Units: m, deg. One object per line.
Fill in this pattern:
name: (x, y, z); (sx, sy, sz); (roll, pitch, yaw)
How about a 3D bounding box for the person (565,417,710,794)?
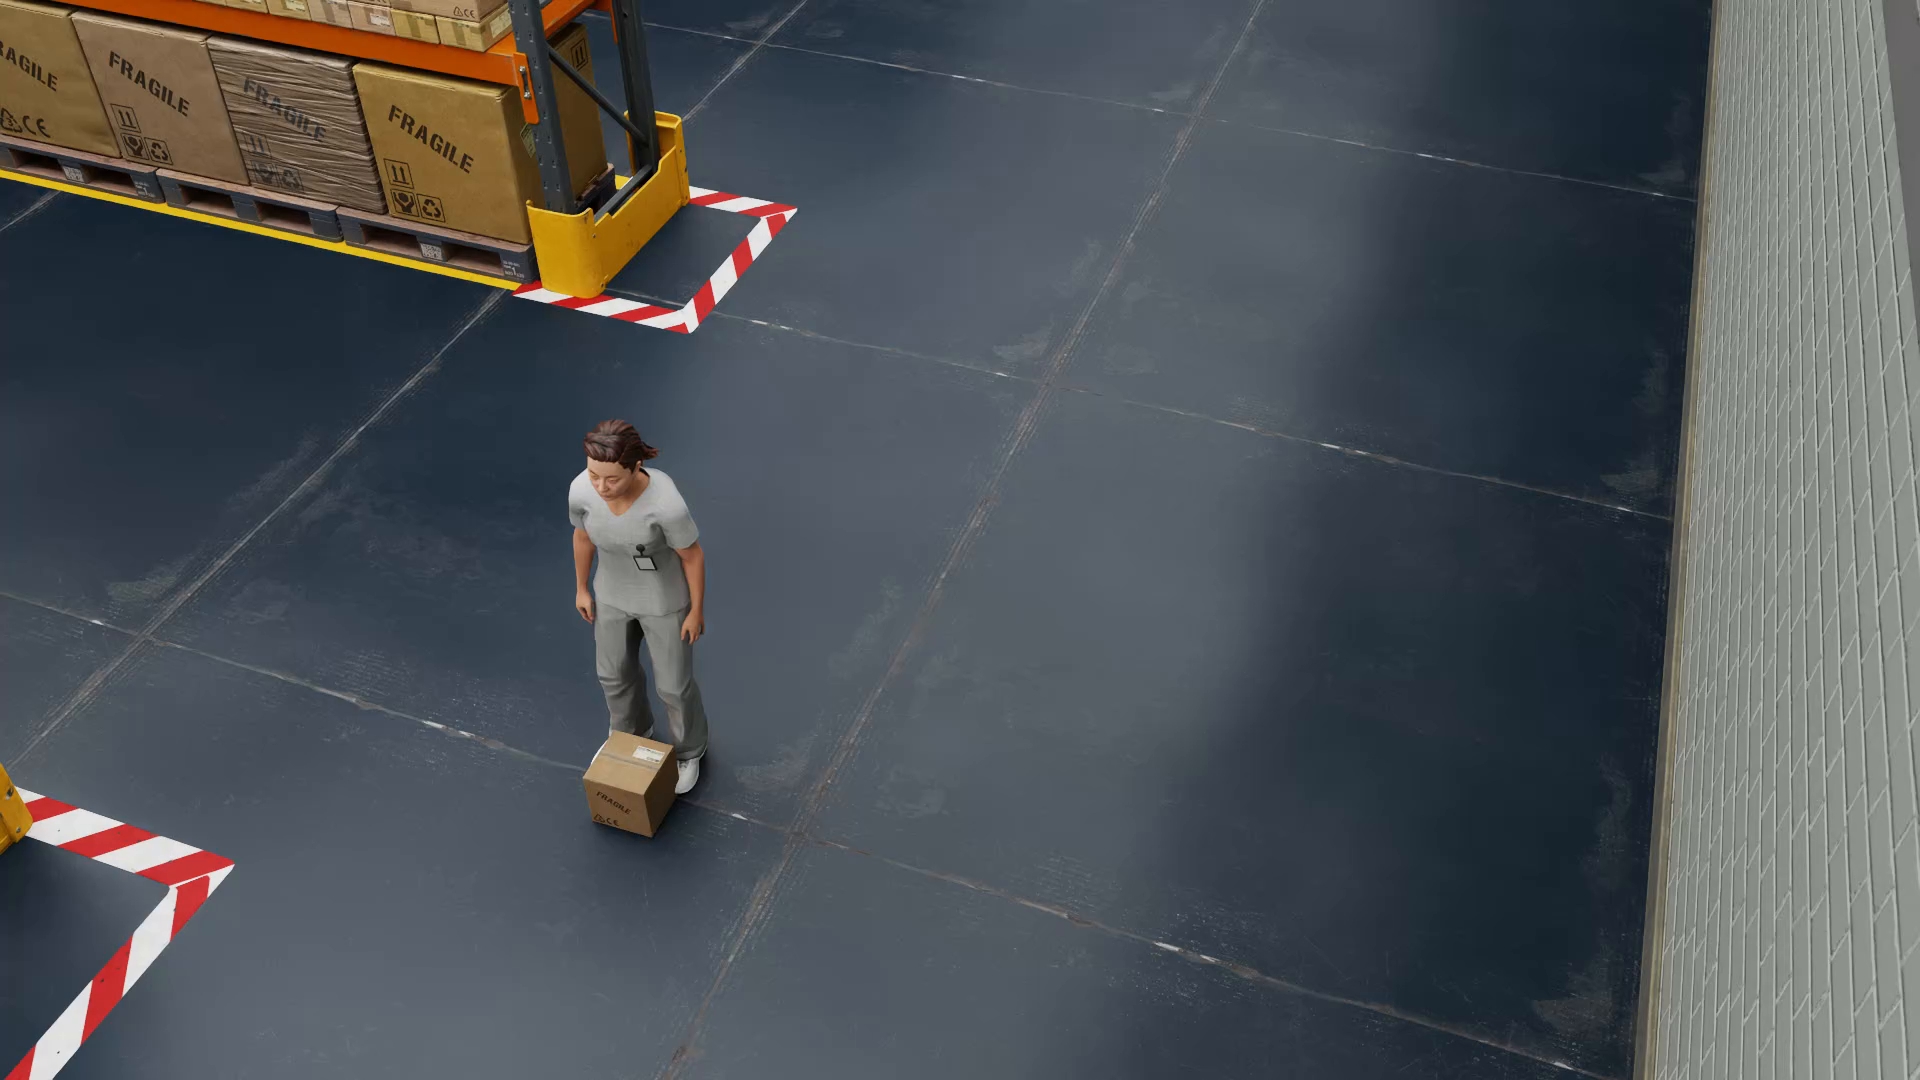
person: (-1.147, 0.221, 5.911); (0.487, 1.673, 0.356); (14, 44, 15)
